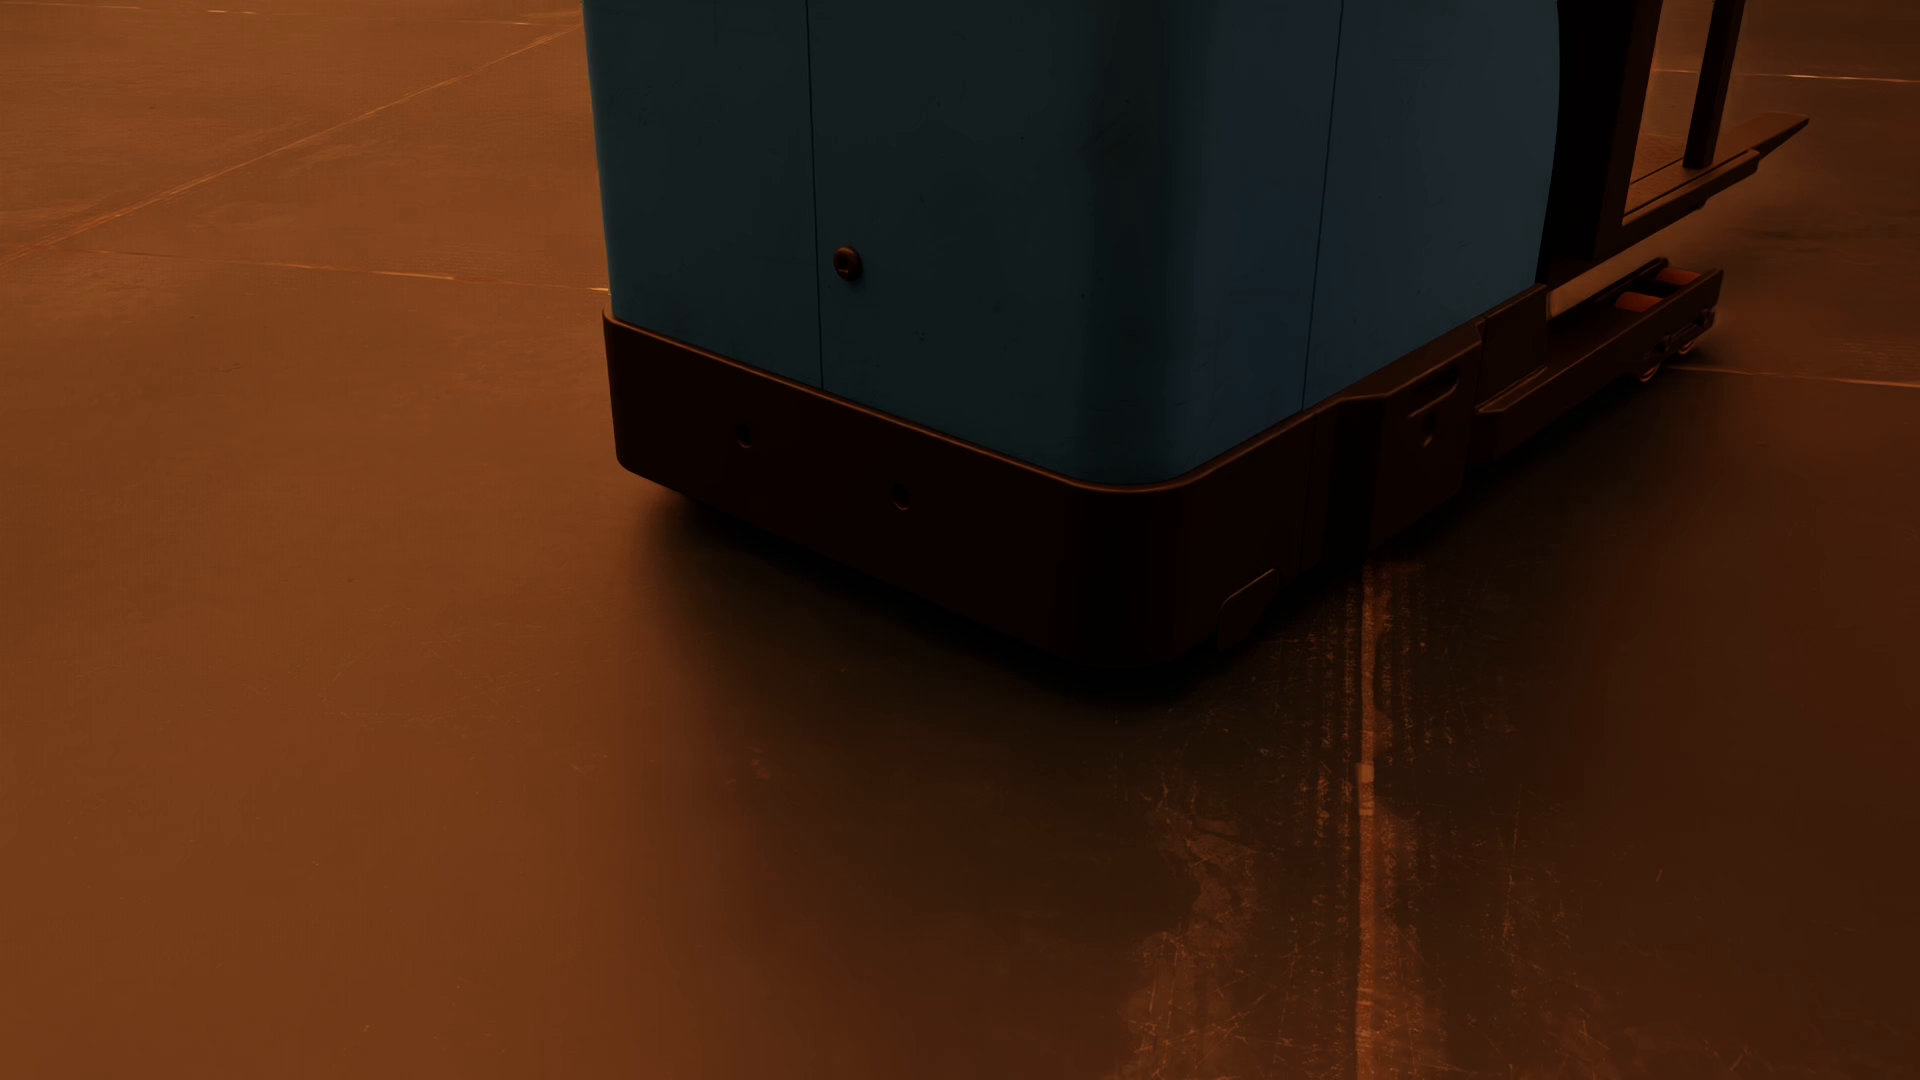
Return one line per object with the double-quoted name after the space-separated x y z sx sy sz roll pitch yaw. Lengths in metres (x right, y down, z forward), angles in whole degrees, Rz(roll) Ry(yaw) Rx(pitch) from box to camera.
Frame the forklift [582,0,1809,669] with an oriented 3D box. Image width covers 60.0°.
0.814 -1.734 2.682 1.130 2.935 3.031 22 34 36 "forklift"
